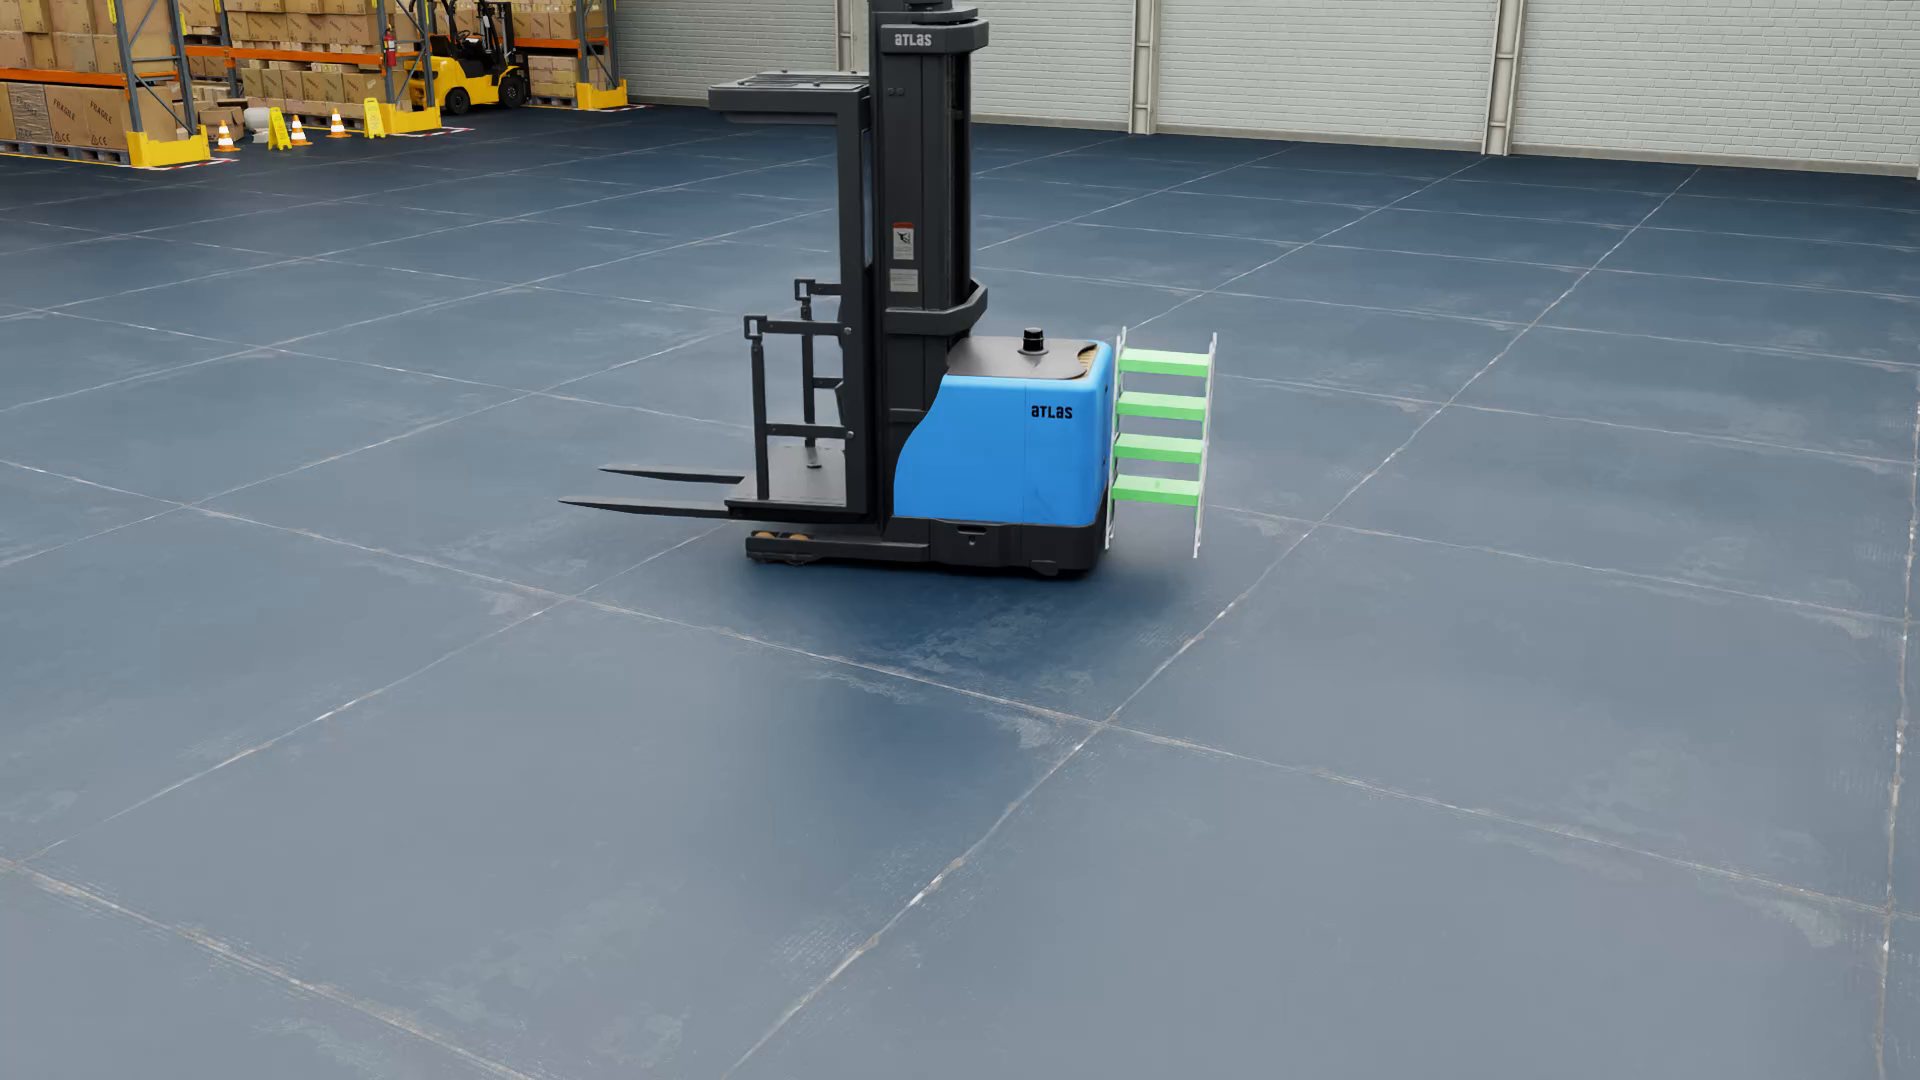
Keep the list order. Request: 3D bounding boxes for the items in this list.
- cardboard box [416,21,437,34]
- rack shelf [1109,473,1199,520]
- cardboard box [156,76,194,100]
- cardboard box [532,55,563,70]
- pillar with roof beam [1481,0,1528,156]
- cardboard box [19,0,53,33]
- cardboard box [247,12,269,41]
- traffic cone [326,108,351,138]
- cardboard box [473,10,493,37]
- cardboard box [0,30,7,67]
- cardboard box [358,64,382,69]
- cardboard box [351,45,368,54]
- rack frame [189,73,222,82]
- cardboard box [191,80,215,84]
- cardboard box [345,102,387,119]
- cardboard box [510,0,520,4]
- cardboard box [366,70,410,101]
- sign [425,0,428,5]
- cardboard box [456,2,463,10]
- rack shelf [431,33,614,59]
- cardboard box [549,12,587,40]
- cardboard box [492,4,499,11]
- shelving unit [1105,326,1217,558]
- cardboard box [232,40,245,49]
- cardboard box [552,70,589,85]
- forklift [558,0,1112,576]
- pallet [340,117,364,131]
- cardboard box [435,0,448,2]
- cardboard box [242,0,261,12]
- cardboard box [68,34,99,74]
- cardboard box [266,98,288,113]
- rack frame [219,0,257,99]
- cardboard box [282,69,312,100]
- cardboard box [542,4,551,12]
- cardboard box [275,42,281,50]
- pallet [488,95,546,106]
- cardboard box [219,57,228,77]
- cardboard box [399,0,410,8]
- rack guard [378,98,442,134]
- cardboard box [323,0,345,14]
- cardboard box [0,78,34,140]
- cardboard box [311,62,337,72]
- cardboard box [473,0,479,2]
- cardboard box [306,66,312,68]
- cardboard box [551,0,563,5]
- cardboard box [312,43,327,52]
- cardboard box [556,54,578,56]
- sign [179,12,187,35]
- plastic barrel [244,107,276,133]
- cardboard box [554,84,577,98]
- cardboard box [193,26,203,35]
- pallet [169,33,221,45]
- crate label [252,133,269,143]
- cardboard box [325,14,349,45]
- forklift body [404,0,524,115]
[{"bbox_3d":[-11.210,-10.671,34.604,0.500,0.250,0.500,11,23,29],"label":"cardboard box"},{"bbox_3d":[1.081,-0.243,9.149,0.480,0.148,0.258,6,21,12],"label":"rack shelf"},{"bbox_3d":[-13.902,-7.903,29.309,0.500,0.500,0.500,11,23,27],"label":"cardboard box"},{"bbox_3d":[-8.153,-9.512,33.139,0.500,0.250,0.500,11,23,28],"label":"cardboard box"},{"bbox_3d":[6.296,-9.000,20.979,0.400,9.000,9.100,11,23,27],"label":"pillar with roof beam"},{"bbox_3d":[-13.673,-8.000,25.217,0.500,0.550,0.875,11,23,27],"label":"cardboard box"},{"bbox_3d":[-12.362,-9.211,29.777,0.500,0.500,0.500,11,23,27],"label":"cardboard box"},{"bbox_3d":[-10.572,-7.087,28.224,0.334,0.463,0.336,11,23,27],"label":"traffic cone"},{"bbox_3d":[-9.477,-10.465,33.671,0.500,0.500,0.500,11,22,27],"label":"cardboard box"},{"bbox_3d":[-14.567,-7.695,25.959,0.550,0.550,0.875,11,23,27],"label":"cardboard box"},{"bbox_3d":[-12.435,-10.156,35.830,0.625,0.625,0.875,10,22,25],"label":"cardboard box"},{"bbox_3d":[-10.274,-8.482,28.716,0.250,0.149,0.380,10,22,27],"label":"cardboard box"},{"bbox_3d":[-17.627,-12.066,38.229,0.127,3.000,1.000,11,23,27],"label":"rack frame"},{"bbox_3d":[-14.756,-8.539,31.746,0.625,0.372,0.950,12,23,29],"label":"cardboard box"},{"bbox_3d":[-10.426,-7.555,29.211,0.500,0.250,0.500,11,23,27],"label":"cardboard box"},{"bbox_3d":[-8.729,-10.741,33.044,0.250,0.149,0.380,11,23,28],"label":"cardboard box"},{"bbox_3d":[-10.158,-8.070,29.529,0.500,0.500,0.500,10,22,26],"label":"cardboard box"},{"bbox_3d":[-10.899,-11.079,33.928,0.005,0.325,0.100,11,23,27],"label":"sign"},{"bbox_3d":[-10.025,-10.879,33.858,0.250,0.149,0.380,11,23,27],"label":"cardboard box"},{"bbox_3d":[-8.896,-10.065,33.768,4.000,0.370,1.077,11,23,27],"label":"rack shelf"},{"bbox_3d":[-7.708,-10.121,32.721,0.500,0.500,0.500,10,22,26],"label":"cardboard box"},{"bbox_3d":[-9.152,-10.693,33.347,0.250,0.149,0.380,10,22,26],"label":"cardboard box"},{"bbox_3d":[1.088,-0.528,9.044,0.503,1.200,0.258,6,21,12],"label":"shelving unit"},{"bbox_3d":[-12.941,-8.991,30.122,0.250,0.149,0.380,11,23,27],"label":"cardboard box"},{"bbox_3d":[-7.728,-9.198,33.007,0.500,0.250,0.500,10,22,27],"label":"cardboard box"},{"bbox_3d":[-0.708,-1.412,8.960,3.031,2.935,1.130,3,20,9],"label":"forklift"},{"bbox_3d":[-10.326,-7.439,29.564,1.213,0.211,1.003,11,23,27],"label":"pallet"},{"bbox_3d":[-10.509,-11.086,33.994,0.250,0.149,0.380,11,23,28],"label":"cardboard box"},{"bbox_3d":[-12.346,-9.685,29.616,0.500,0.500,0.700,11,23,28],"label":"cardboard box"},{"bbox_3d":[-12.731,-7.305,24.885,0.550,0.550,0.875,11,23,27],"label":"cardboard box"},{"bbox_3d":[-12.205,-7.898,30.156,0.500,0.250,0.500,12,23,30],"label":"cardboard box"},{"bbox_3d":[-13.060,-9.257,30.486,0.127,3.000,1.000,11,23,27],"label":"rack frame"},{"bbox_3d":[-11.752,-8.164,29.789,0.500,0.500,0.500,12,23,30],"label":"cardboard box"},{"bbox_3d":[-8.024,-10.492,32.791,0.250,0.149,0.380,11,23,28],"label":"cardboard box"},{"bbox_3d":[-12.002,-8.843,29.713,0.250,0.149,0.380,11,23,27],"label":"cardboard box"},{"bbox_3d":[-8.899,-9.077,34.080,1.213,0.211,1.003,11,23,27],"label":"pallet"},{"bbox_3d":[-16.411,-10.771,37.709,0.500,0.500,0.500,10,22,26],"label":"cardboard box"},{"bbox_3d":[-11.471,-11.172,34.667,0.250,0.149,0.380,11,23,27],"label":"cardboard box"},{"bbox_3d":[-9.634,-7.430,29.114,0.348,0.500,1.175,11,23,27],"label":"rack guard"},{"bbox_3d":[-10.558,-9.355,28.708,0.500,0.500,0.700,11,23,28],"label":"cardboard box"},{"bbox_3d":[-14.871,-6.840,26.323,0.875,0.875,0.875,11,23,28],"label":"cardboard box"},{"bbox_3d":[-11.195,-8.338,29.318,0.250,0.149,0.380,12,23,30],"label":"cardboard box"},{"bbox_3d":[-9.595,-10.921,33.539,0.250,0.149,0.380,10,22,26],"label":"cardboard box"},{"bbox_3d":[-11.968,-8.412,30.473,0.500,0.500,0.500,11,23,28],"label":"cardboard box"},{"bbox_3d":[-7.796,-10.591,32.628,0.250,0.149,0.380,11,23,27],"label":"cardboard box"},{"bbox_3d":[-11.149,-8.664,29.220,0.250,0.149,0.380,11,22,27],"label":"cardboard box"},{"bbox_3d":[-7.916,-9.663,33.557,0.500,0.250,0.500,11,23,27],"label":"cardboard box"},{"bbox_3d":[-11.618,-7.710,24.835,0.005,0.325,0.100,11,23,27],"label":"sign"},{"bbox_3d":[-12.109,-7.274,28.796,0.512,0.421,0.421,-7,21,-20],"label":"plastic barrel"},{"bbox_3d":[-7.715,-8.959,33.081,0.500,0.250,0.500,11,23,28],"label":"cardboard box"},{"bbox_3d":[-13.865,-9.389,30.602,0.250,0.149,0.380,10,22,26],"label":"cardboard box"},{"bbox_3d":[-14.804,-9.515,31.479,1.213,0.211,1.003,11,23,27],"label":"pallet"},{"bbox_3d":[-11.533,-6.659,27.522,0.298,0.136,0.250,0,20,-1],"label":"crate label"},{"bbox_3d":[-10.611,-8.872,28.841,0.500,0.500,0.500,11,23,27],"label":"cardboard box"},{"bbox_3d":[-9.696,-9.444,32.245,1.214,2.155,2.313,11,23,27],"label":"forklift body"}]
